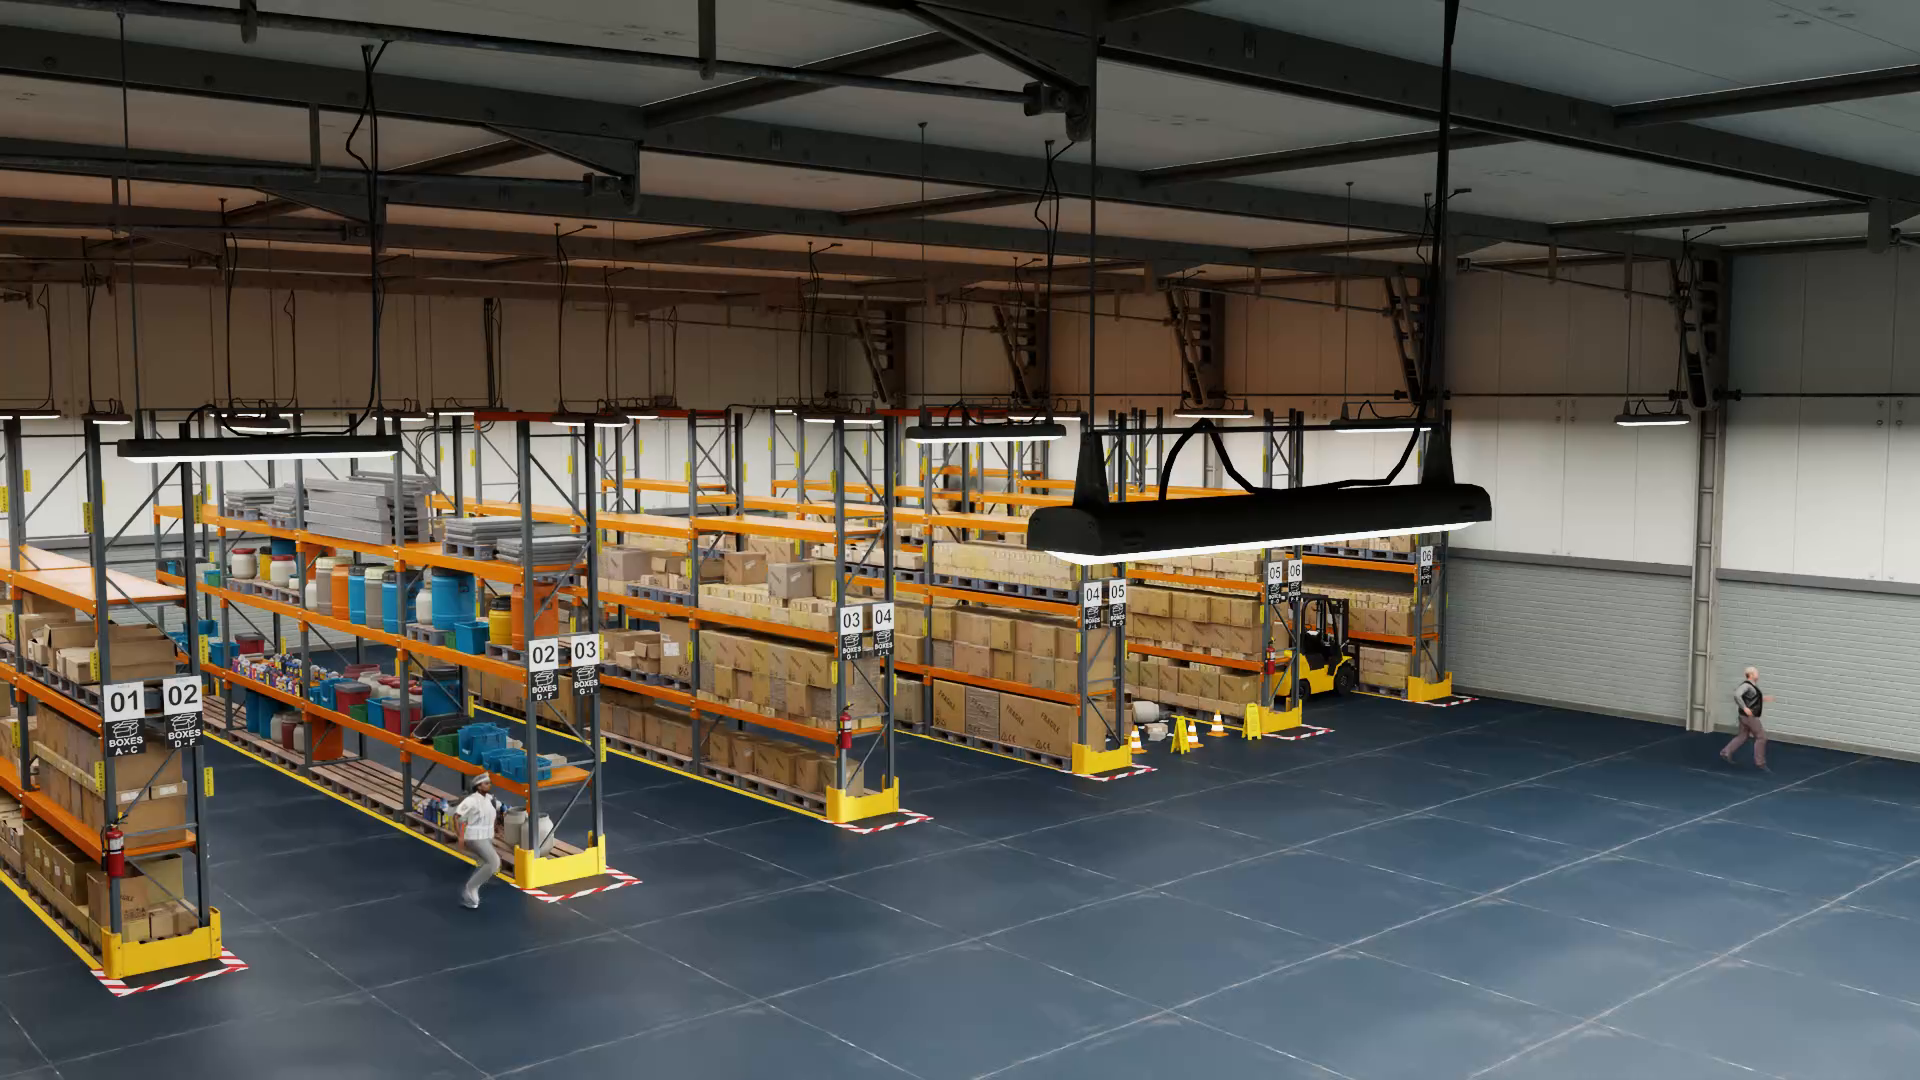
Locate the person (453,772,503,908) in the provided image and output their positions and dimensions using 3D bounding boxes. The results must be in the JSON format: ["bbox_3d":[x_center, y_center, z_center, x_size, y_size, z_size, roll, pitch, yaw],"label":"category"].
[{"bbox_3d":[-5.887,3.705,20.602,0.570,1.619,0.592,2,5,18],"label":"person"}]

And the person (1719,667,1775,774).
[{"bbox_3d":[13.260,3.015,27.992,0.820,1.779,0.645,2,5,22],"label":"person"}]

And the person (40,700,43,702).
[{"bbox_3d":[-16.439,2.829,30.021,0.638,1.754,0.634,4,7,42],"label":"person"}]
